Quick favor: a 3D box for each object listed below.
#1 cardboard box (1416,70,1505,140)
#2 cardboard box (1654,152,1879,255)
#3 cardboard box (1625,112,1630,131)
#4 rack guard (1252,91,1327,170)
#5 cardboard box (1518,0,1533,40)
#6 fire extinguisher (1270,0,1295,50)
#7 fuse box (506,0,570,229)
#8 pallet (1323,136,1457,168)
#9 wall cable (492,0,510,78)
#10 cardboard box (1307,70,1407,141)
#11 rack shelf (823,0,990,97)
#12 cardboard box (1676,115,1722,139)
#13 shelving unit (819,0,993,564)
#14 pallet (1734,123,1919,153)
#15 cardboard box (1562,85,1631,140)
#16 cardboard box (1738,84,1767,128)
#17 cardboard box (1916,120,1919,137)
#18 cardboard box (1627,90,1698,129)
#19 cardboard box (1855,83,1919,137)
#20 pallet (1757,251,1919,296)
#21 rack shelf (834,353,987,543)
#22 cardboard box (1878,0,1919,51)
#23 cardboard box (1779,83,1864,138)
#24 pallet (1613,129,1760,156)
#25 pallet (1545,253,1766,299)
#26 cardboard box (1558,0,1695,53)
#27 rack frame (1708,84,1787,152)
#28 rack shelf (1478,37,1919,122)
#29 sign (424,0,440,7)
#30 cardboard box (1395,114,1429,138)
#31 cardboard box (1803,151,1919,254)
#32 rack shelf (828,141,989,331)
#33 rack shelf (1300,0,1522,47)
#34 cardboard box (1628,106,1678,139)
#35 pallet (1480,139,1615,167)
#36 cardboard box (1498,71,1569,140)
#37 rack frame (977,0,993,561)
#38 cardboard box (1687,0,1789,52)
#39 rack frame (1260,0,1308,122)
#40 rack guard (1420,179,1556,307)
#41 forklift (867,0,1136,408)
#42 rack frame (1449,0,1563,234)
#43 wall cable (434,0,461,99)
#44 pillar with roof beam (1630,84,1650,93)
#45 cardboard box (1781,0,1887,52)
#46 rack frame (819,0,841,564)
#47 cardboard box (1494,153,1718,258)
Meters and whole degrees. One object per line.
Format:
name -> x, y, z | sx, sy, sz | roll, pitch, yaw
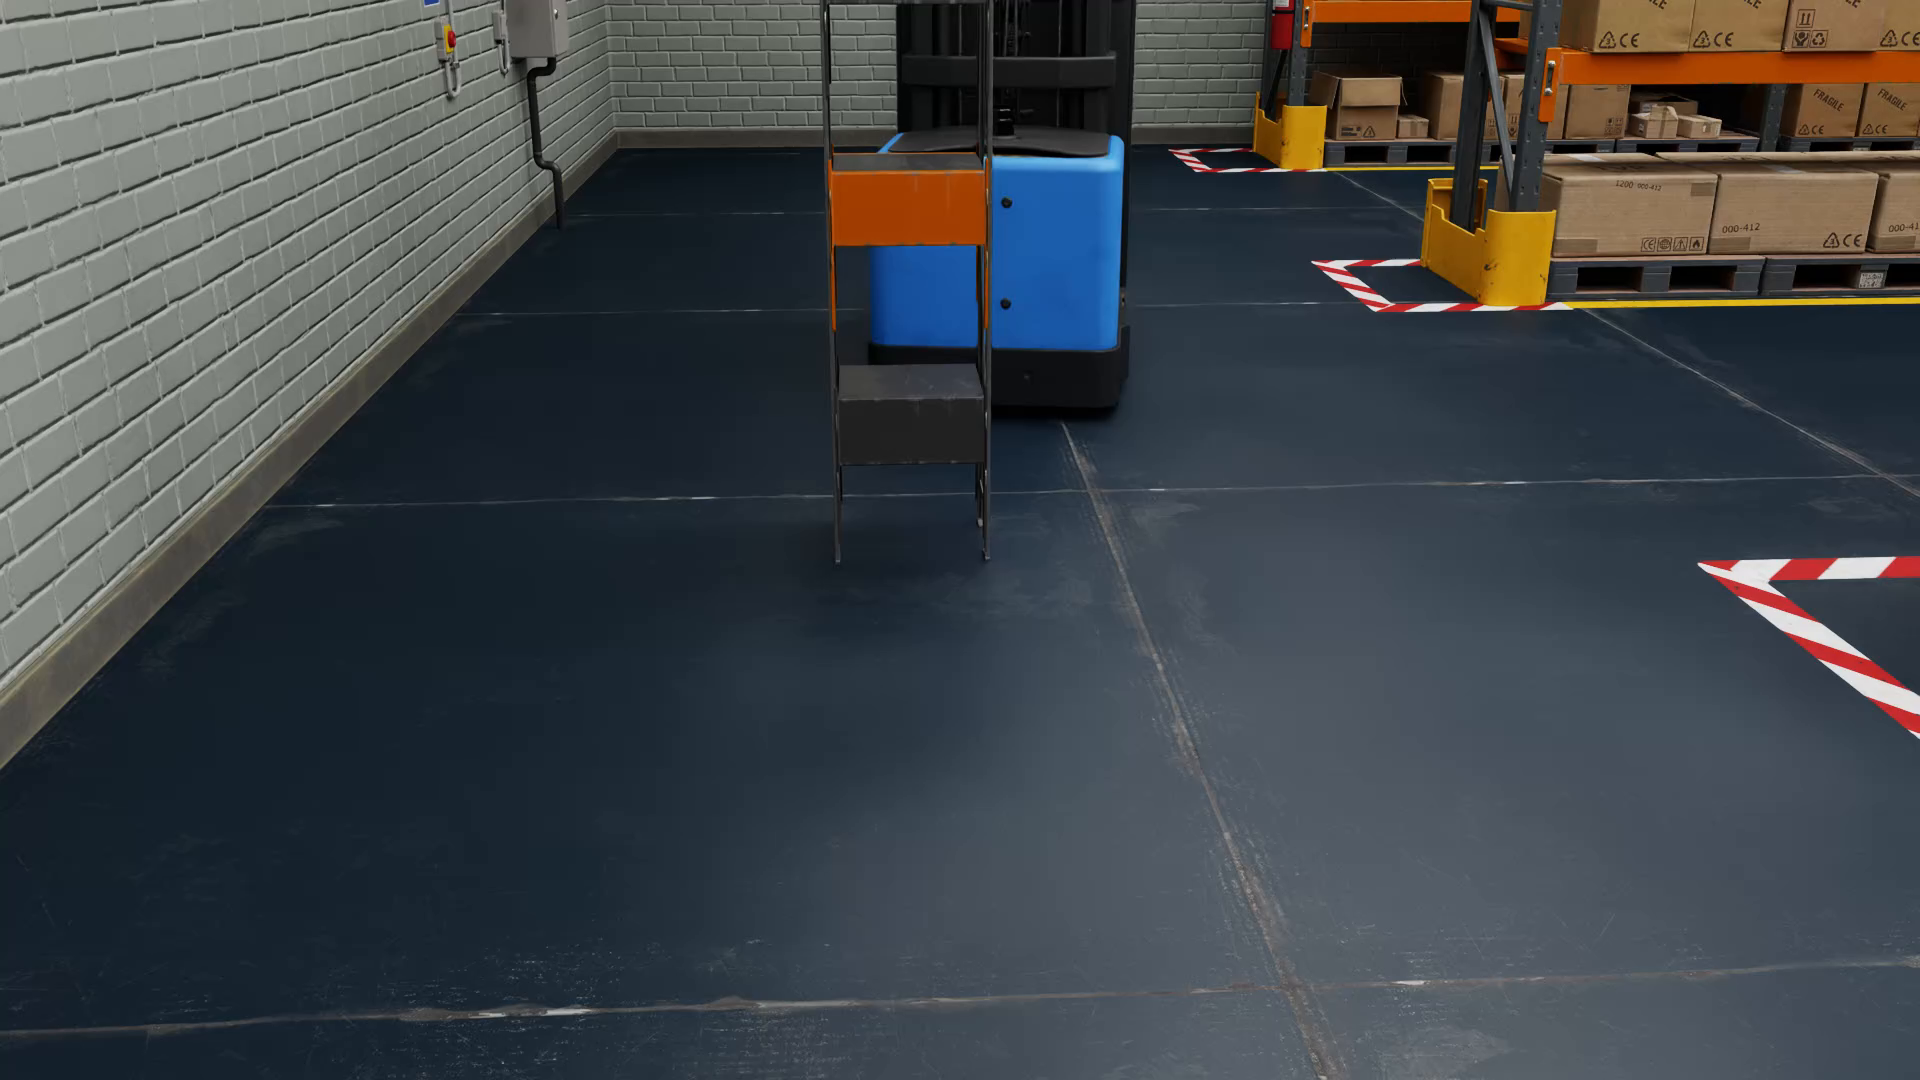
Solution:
cardboard box -> 4.160, -3.636, 13.877 | 0.500, 0.500, 0.700 | 0, 21, -1
cardboard box -> 4.542, -1.931, 9.489 | 0.875, 0.438, 0.875 | -1, 21, -2
cardboard box -> 5.576, -3.632, 14.362 | 0.250, 0.149, 0.380 | -1, 21, -4
rack guard -> 2.764, -3.459, 14.002 | 0.348, 0.500, 1.175 | -1, 21, -3
cardboard box -> 3.442, -3.013, 9.177 | 0.500, 0.500, 0.500 | -1, 21, -3
fire extinguisher -> 2.568, -4.248, 13.195 | 0.183, 0.674, 0.296 | -1, 21, -3
fuse box -> -2.627, -2.886, 10.797 | 0.414, 1.711, 0.539 | -1, 21, -3
pallet -> 3.560, -3.340, 14.097 | 1.213, 0.211, 1.003 | -1, 21, -3
wall cable -> -2.746, -3.718, 9.742 | 0.122, 1.984, 0.588 | -1, 21, -3
cardboard box -> 3.304, -3.634, 13.867 | 0.637, 0.503, 0.797 | -2, 21, -5
rack shelf -> -0.165, -1.619, 4.994 | 0.480, 0.518, 0.431 | -1, 21, -3
cardboard box -> 6.142, -3.455, 13.896 | 0.250, 0.149, 0.380 | -2, 21, -5
shelving unit -> -0.165, -0.978, 5.239 | 0.503, 2.100, 0.431 | -1, 21, -3
pallet -> 7.492, -3.433, 14.342 | 1.213, 0.211, 1.003 | -1, 21, -3
cardboard box -> 5.196, -3.657, 13.933 | 0.500, 0.500, 0.700 | -2, 21, -5
cardboard box -> 7.155, -3.850, 14.439 | 0.500, 0.500, 0.500 | -1, 21, -3
cardboard box -> 8.207, -3.687, 14.013 | 0.500, 0.500, 0.500 | -2, 21, -5
cardboard box -> 6.009, -3.717, 14.356 | 0.500, 0.311, 0.500 | 0, 21, -1
cardboard box -> 7.708, -3.679, 13.991 | 0.500, 0.500, 0.500 | -1, 21, -4
pallet -> 4.984, -1.627, 9.597 | 1.213, 0.211, 1.003 | -1, 21, -3
rack shelf -> -0.165, -0.311, 5.492 | 0.480, 0.518, 0.431 | -1, 21, -3
cardboard box -> 4.982, -2.857, 8.768 | 0.500, 0.500, 0.500 | 0, 21, -1
cardboard box -> 7.177, -3.664, 13.953 | 0.500, 0.500, 0.500 | 0, 21, -1
pallet -> 5.996, -3.390, 14.227 | 1.213, 0.211, 1.003 | -1, 21, -3
pallet -> 3.769, -1.603, 9.534 | 1.213, 0.211, 1.003 | -1, 21, -3
cardboard box -> 3.471, -2.817, 8.662 | 0.500, 0.500, 0.500 | -1, 21, -3
rack frame -> 6.682, -4.706, 13.767 | 0.127, 3.000, 1.000 | -1, 21, -3
rack shelf -> 4.972, -2.566, 9.157 | 4.000, 0.370, 1.077 | -1, 21, -3
sign -> -2.711, -2.847, 8.504 | 0.001, 0.218, 0.327 | -1, 21, -3
cardboard box -> 3.731, -3.463, 13.917 | 0.250, 0.149, 0.380 | -2, 21, -5
cardboard box -> 5.442, -1.949, 9.535 | 0.875, 0.438, 0.875 | -2, 21, -5
rack shelf -> -0.165, -0.965, 5.243 | 0.480, 0.518, 0.431 | -1, 21, -3
rack shelf -> 4.685, -4.330, 13.788 | 4.000, 0.370, 1.077 | -1, 21, -3
cardboard box -> 5.786, -3.502, 13.856 | 0.258, 0.266, 0.396 | 0, 21, -1
pallet -> 4.775, -3.364, 14.160 | 1.213, 0.211, 1.003 | -1, 21, -3
cardboard box -> 4.693, -3.611, 13.812 | 0.500, 0.500, 0.500 | -1, 21, -2
rack frame -> 0.078, -0.983, 5.252 | 0.015, 2.100, 0.400 | -1, 21, -3
cardboard box -> 3.974, -2.837, 8.715 | 0.500, 0.500, 0.500 | -1, 21, -4
rack frame -> 2.688, -4.625, 13.554 | 0.127, 3.000, 1.000 | -1, 21, -3
rack guard -> 2.951, -1.693, 9.366 | 0.348, 0.500, 1.175 | -1, 21, -3
forklift -> 0.278, -2.396, 7.795 | 1.130, 2.935, 3.031 | 2, 21, 5
rack frame -> 2.975, -2.862, 8.923 | 0.127, 3.000, 1.000 | -1, 21, -3
wall cable -> -2.653, -3.229, 8.414 | 0.123, 1.953, 0.585 | -1, 21, -3
pillar with roof beam -> 6.181, -6.287, 9.487 | 0.400, 9.000, 9.100 | -1, 21, -3
cardboard box -> 4.483, -2.841, 8.726 | 0.500, 0.500, 0.500 | -1, 21, -3
rack frame -> -0.409, -0.973, 5.226 | 0.015, 2.100, 0.400 | -1, 21, -3
cardboard box -> 3.628, -1.910, 9.432 | 0.875, 0.438, 0.875 | -2, 21, -5
